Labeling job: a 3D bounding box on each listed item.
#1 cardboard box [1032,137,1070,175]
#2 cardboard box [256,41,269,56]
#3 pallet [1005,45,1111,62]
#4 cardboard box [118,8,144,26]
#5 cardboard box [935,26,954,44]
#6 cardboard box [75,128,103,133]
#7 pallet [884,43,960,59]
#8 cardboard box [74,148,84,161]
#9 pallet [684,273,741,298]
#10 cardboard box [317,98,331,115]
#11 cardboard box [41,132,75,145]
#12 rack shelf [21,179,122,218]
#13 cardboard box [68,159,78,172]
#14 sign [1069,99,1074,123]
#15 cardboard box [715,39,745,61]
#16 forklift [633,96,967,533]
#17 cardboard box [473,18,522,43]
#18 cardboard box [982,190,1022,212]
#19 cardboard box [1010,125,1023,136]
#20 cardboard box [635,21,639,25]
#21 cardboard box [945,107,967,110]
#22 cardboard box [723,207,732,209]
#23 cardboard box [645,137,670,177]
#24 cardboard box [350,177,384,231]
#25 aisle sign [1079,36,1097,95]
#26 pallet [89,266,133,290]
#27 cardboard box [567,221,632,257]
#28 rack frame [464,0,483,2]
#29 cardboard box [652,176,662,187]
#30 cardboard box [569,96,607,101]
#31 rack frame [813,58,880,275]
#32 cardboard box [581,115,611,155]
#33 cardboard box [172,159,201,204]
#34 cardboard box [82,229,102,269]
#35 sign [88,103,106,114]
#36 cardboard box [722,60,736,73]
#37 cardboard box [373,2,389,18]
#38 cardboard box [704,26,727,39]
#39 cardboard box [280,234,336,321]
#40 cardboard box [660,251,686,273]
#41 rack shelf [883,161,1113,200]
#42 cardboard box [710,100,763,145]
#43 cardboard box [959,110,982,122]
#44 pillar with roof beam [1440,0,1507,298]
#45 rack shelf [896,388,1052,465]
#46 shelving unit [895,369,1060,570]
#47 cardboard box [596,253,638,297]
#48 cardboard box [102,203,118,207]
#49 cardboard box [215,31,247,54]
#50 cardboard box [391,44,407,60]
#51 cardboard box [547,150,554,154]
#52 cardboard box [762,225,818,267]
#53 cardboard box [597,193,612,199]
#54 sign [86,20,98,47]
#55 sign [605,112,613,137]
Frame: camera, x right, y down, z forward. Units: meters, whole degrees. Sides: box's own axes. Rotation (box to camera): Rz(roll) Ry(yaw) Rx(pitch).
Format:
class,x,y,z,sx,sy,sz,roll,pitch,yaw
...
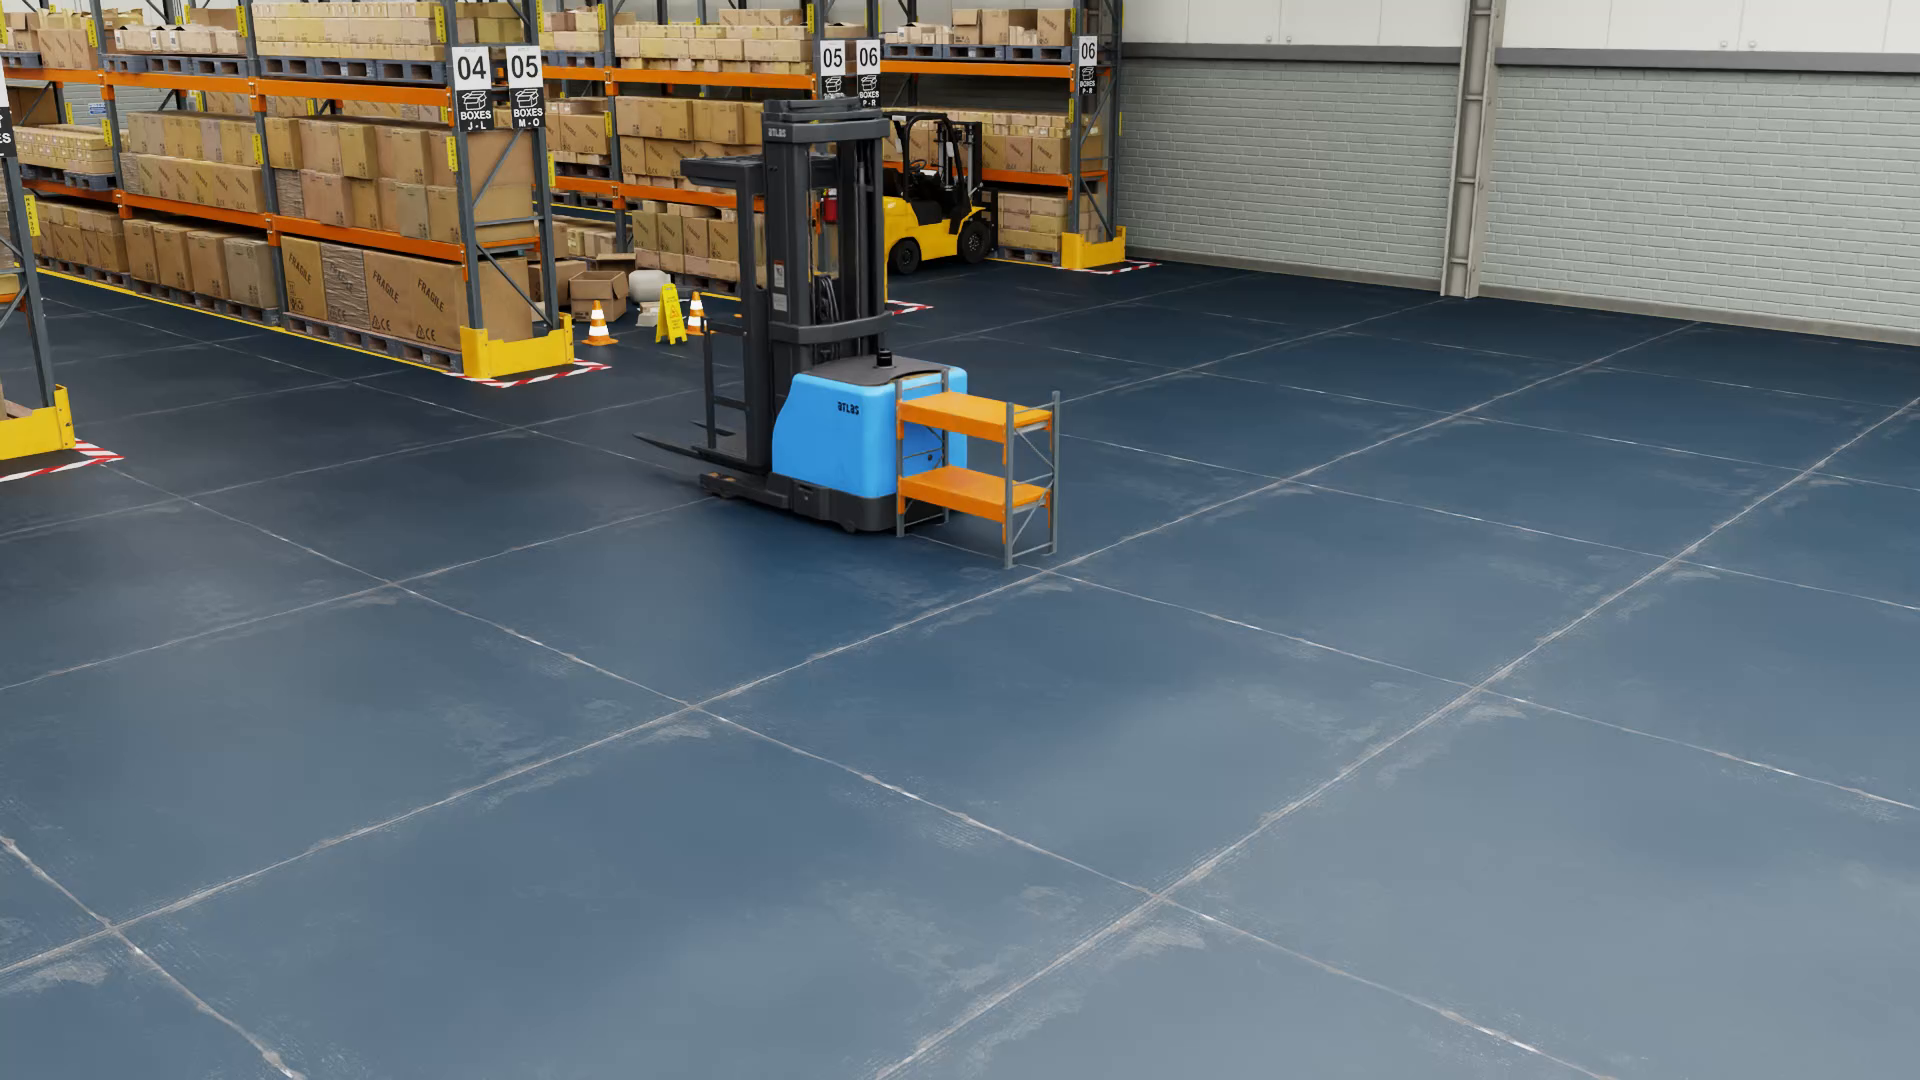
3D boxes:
class,x,y,z,sx,sy,sz,roll,pitch,yaw
cardboard box,1.392,-5.561,24.011,0.500,0.500,0.500,14,23,38
cardboard box,-7.513,-5.421,18.332,0.250,0.149,0.380,15,23,38
pallet,1.422,-7.010,23.928,1.213,0.211,1.003,15,23,39
cardboard box,-11.057,-6.906,22.024,0.258,0.266,0.396,15,23,39
cardboard box,-0.149,-7.524,24.765,0.258,0.266,0.396,14,23,38
cardboard box,-12.139,-5.685,23.305,0.250,0.149,0.380,14,22,37
pallet,-0.403,-7.500,25.471,1.213,0.211,1.003,15,23,39
cardboard box,-11.424,-5.088,21.915,0.250,0.149,0.380,16,24,41
pallet,-2.907,-3.453,22.142,1.213,0.211,1.003,15,23,39
cardboard box,-10.195,-7.131,27.304,0.500,0.500,0.500,15,23,40
cardboard box,-12.188,-5.435,22.517,0.250,0.149,0.380,17,24,42
rack shelf,-12.047,-4.875,23.204,4.000,0.370,1.077,15,23,39
cardboard box,-11.603,-4.994,22.109,0.250,0.149,0.380,16,23,40
sign,1.563,-6.019,23.313,0.005,0.325,0.100,15,23,39
cardboard box,-2.686,-6.097,20.661,0.500,0.250,0.500,16,24,41
forklift,-1.348,-1.805,12.452,3.031,2.935,1.130,16,24,41
cardboard box,-4.759,-5.113,16.702,0.500,0.250,0.500,15,23,39
cardboard box,0.613,-5.063,24.803,0.500,0.250,0.500,15,23,40
cardboard box,0.947,-6.000,24.322,0.250,0.149,0.380,15,23,39
cardboard box,-5.918,-9.128,29.521,0.250,0.149,0.380,15,23,40
cardboard box,-0.023,-6.634,25.828,0.250,0.149,0.380,14,23,38
cardboard box,-3.592,-6.021,28.855,0.625,0.625,0.875,16,24,41
cardboard box,-3.815,-5.096,22.054,0.500,0.500,0.500,15,23,39
cardboard box,-6.061,-3.689,18.030,0.500,0.550,0.875,15,23,39
aisle sign,1.788,-6.634,23.258,0.004,0.787,0.394,15,23,39
pallet,-11.135,-3.645,22.747,1.213,0.211,1.003,15,23,39
cardboard box,-5.284,-4.350,24.008,0.950,0.372,0.625,-17,24,-42
rack frame,-10.033,-11.546,33.117,0.127,3.000,1.000,15,23,39
cardboard box,-3.885,-4.813,22.233,0.250,0.149,0.380,15,23,39
cardboard box,-6.828,-7.984,30.950,0.500,0.500,0.700,16,23,41
rack frame,-1.358,-4.350,20.361,0.127,3.000,1.000,15,23,39
cardboard box,-4.848,-5.584,22.897,0.500,0.500,0.500,15,23,38
cardboard box,-9.265,-4.410,20.382,0.500,0.500,0.500,15,23,39
cardboard box,-11.603,-4.003,22.705,0.500,0.500,0.500,16,24,41
sign,-17.636,-8.820,33.998,0.001,0.218,0.327,15,23,39
cardboard box,-2.750,-5.932,20.802,0.250,0.149,0.380,14,22,38
cardboard box,-5.617,-5.293,16.608,0.250,0.149,0.380,16,23,40
cardboard box,-2.976,-6.342,20.775,0.250,0.149,0.380,16,23,41
cardboard box,-7.136,-3.059,19.109,0.875,0.875,0.875,15,23,40
cardboard box,-3.681,-3.759,22.349,0.500,0.250,0.500,17,24,42
rack shelf,0.438,-5.533,25.276,4.000,0.370,1.077,15,23,39
cardboard box,-2.708,-5.252,20.892,0.500,0.500,0.700,15,23,39
cardboard box,0.198,-6.358,24.958,0.250,0.149,0.380,15,23,39
pillar with roof beam,3.642,-6.499,17.213,0.400,9.000,9.100,15,23,39
rack shelf,0.107,-0.779,11.238,1.000,0.278,0.538,16,24,41
shelving unit,0.107,-0.500,11.326,1.048,1.125,0.538,16,24,41
cardboard box,-4.452,-3.440,21.622,0.500,0.500,0.500,-3,18,-8
cardboard box,-11.648,-4.580,23.283,0.500,0.250,0.500,15,23,40
cardboard box,-8.194,-5.725,19.122,0.500,0.250,0.500,15,23,40
cardboard box,-5.422,-4.860,16.565,0.250,0.149,0.380,15,23,40
cardboard box,-5.671,-5.483,23.651,0.250,0.149,0.380,15,23,39
cardboard box,-2.130,-3.699,20.921,0.500,0.500,0.500,15,23,40
cardboard box,-6.424,-6.640,31.012,0.500,0.500,0.500,15,23,39
sign,-10.913,-6.370,20.912,0.005,0.325,0.100,15,23,39
sign,-4.715,-5.579,22.319,0.005,0.325,0.100,15,23,39
